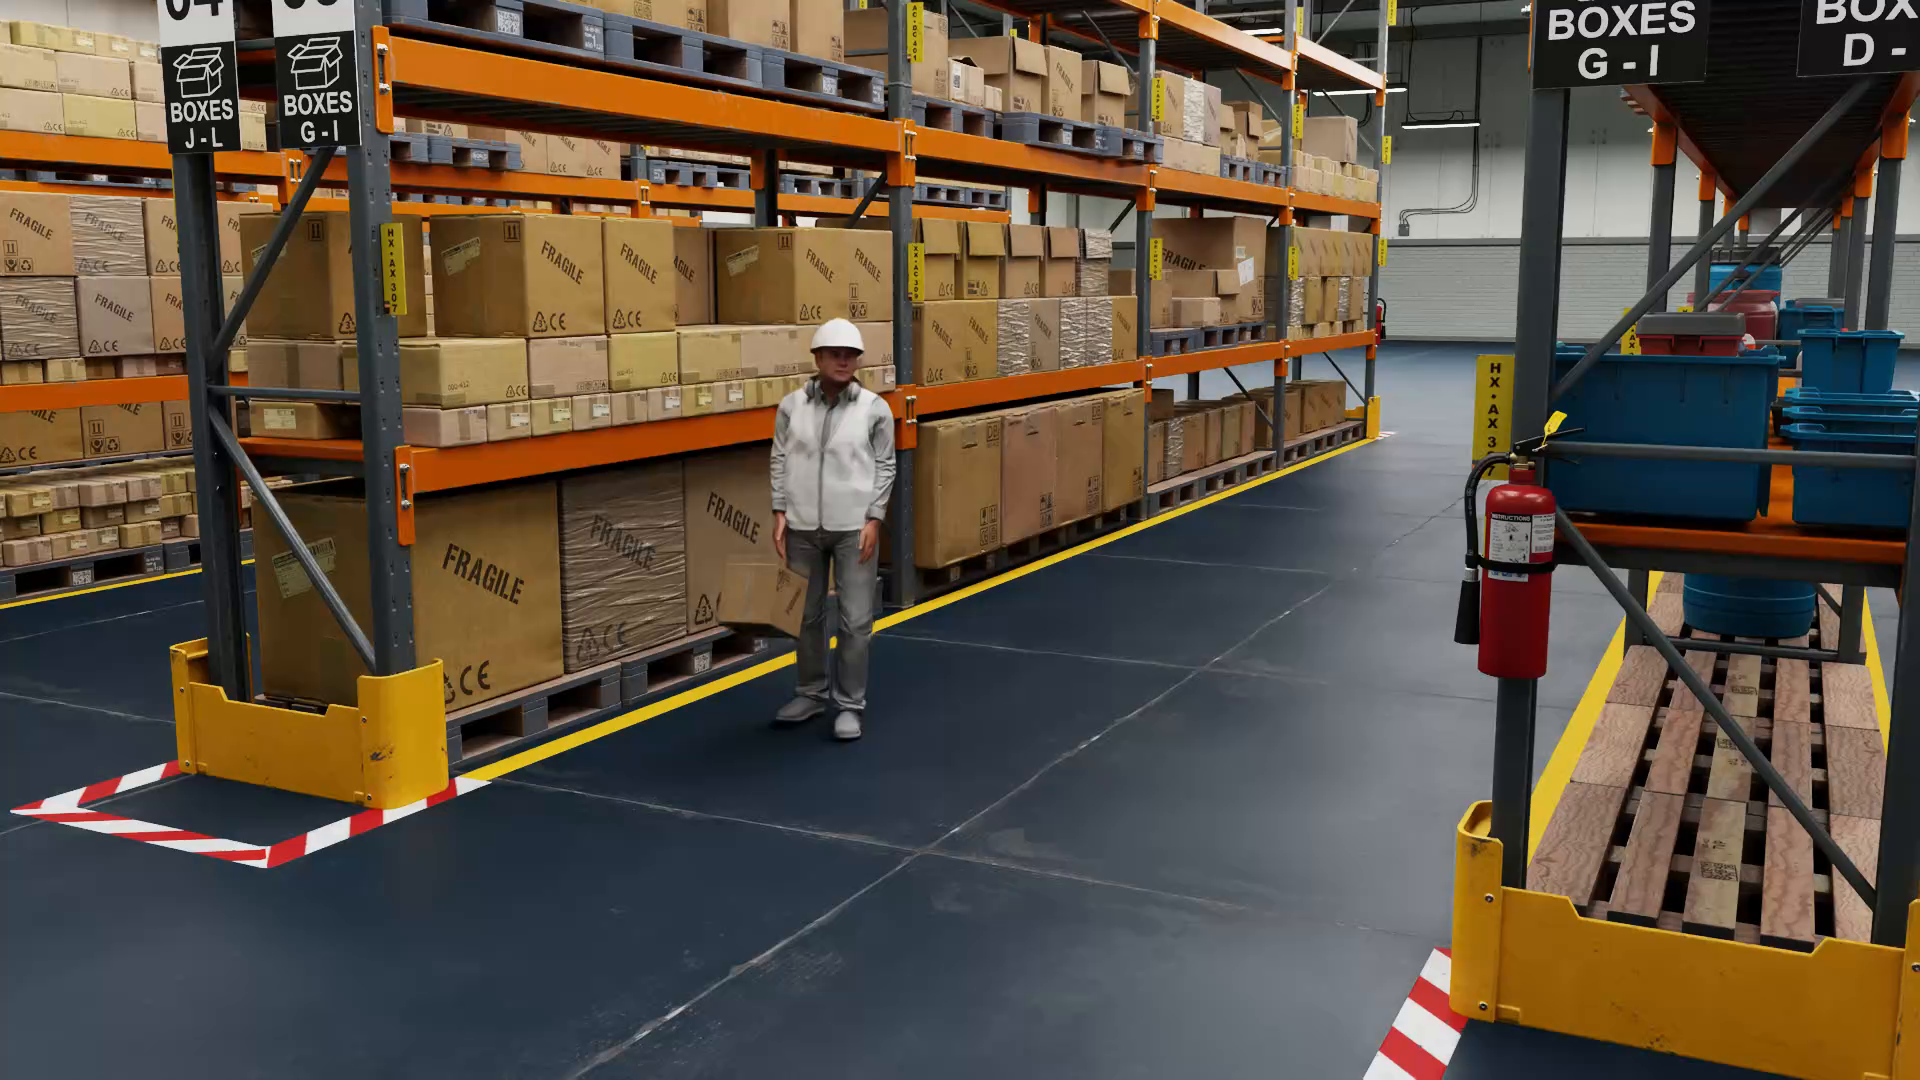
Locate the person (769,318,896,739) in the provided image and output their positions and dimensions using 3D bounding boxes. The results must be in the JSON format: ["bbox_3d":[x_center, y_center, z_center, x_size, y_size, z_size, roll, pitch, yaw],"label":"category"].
[{"bbox_3d":[-0.553,-0.057,7.135,0.550,1.774,0.513,2,9,10],"label":"person"}]
